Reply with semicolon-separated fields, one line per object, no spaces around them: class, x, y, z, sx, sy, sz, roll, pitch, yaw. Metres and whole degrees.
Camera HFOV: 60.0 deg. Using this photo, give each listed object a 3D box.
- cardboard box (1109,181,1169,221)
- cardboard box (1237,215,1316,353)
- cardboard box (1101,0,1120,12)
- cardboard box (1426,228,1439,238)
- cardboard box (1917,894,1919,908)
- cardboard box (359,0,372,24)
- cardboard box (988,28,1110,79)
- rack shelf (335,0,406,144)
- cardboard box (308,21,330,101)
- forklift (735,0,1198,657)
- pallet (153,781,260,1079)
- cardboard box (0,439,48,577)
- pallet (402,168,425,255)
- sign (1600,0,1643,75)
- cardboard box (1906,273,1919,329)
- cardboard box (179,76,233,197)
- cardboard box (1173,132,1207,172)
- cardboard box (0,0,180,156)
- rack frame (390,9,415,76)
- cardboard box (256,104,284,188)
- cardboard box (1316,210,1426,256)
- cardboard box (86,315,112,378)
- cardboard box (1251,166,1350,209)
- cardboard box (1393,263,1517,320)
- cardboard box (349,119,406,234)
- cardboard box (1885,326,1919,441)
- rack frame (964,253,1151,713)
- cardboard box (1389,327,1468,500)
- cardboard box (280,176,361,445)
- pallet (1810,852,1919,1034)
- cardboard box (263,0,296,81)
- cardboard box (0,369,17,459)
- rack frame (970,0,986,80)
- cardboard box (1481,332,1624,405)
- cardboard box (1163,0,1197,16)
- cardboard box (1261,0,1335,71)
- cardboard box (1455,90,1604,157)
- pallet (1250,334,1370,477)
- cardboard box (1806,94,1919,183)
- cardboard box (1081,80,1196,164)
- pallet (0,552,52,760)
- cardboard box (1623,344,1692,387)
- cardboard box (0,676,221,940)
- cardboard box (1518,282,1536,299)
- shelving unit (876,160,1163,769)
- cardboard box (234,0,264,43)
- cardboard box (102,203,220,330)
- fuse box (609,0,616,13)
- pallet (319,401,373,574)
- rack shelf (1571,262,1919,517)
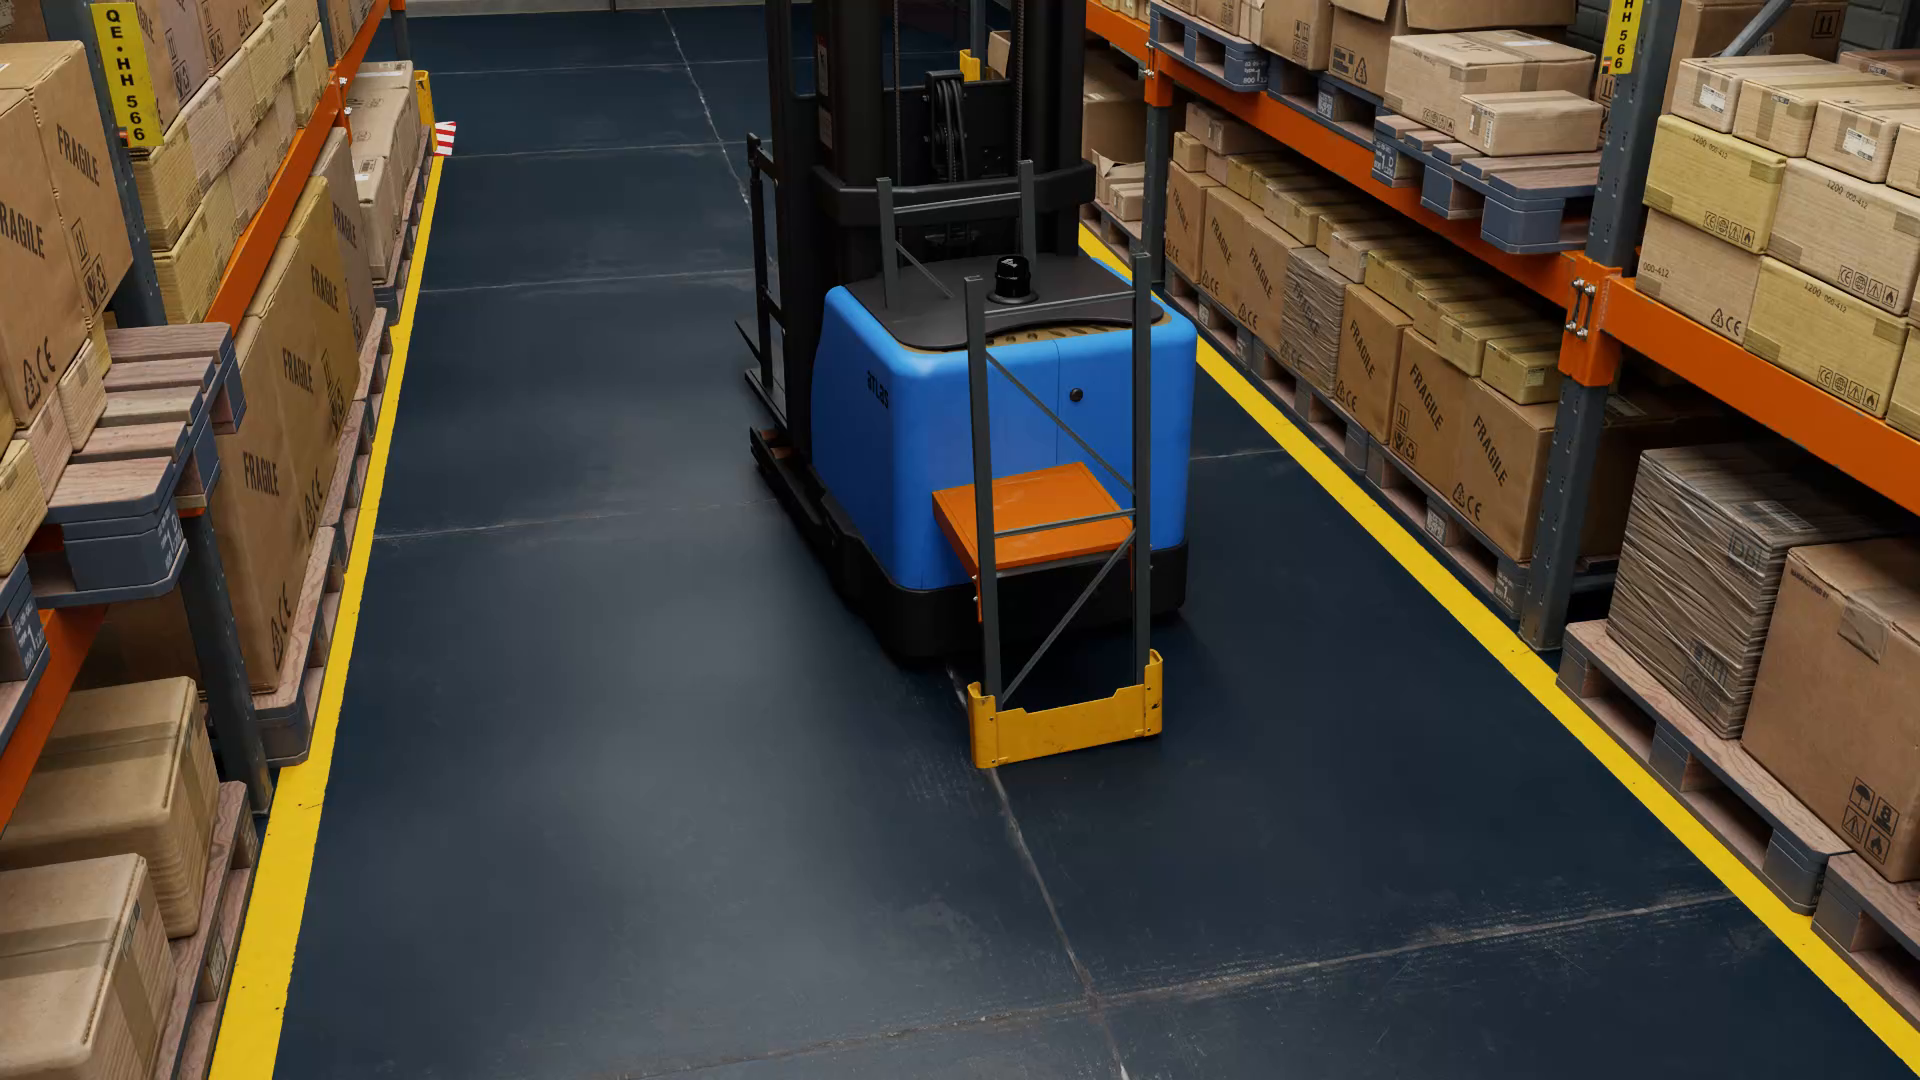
cardboard box;1.066;-1.924;9.431;0.380;0.149;0.250;-7;28;-13
cardboard box;1.605;-1.179;7.564;0.500;0.500;0.500;-7;28;-13
cardboard box;0.998;-3.020;9.184;0.380;0.149;0.250;-5;27;-10
cardboard box;2.202;-1.345;7.175;0.380;0.149;0.250;-7;28;-14
cardboard box;2.813;0.691;3.722;0.875;0.625;0.625;-7;28;-14
cardboard box;-3.424;-3.006;8.766;0.500;0.500;0.500;-6;27;-11
cardboard box;0.621;-3.345;11.854;0.797;0.503;0.637;-7;28;-14
rack shelf;-3.808;-2.846;9.357;1.077;0.370;4.000;-6;27;-12
cardboard box;-3.011;-2.051;7.150;0.500;0.250;0.500;-7;28;-13
forklift;-0.217;-1.574;6.116;1.130;2.935;3.031;-9;28;-18
pallet;-2.282;1.055;3.925;1.003;0.211;1.213;-6;27;-12
cardboard box;-1.797;-0.041;2.815;0.380;0.149;0.250;-5;27;-11
pallet;-3.731;-1.922;9.824;1.003;0.211;1.213;-6;27;-12
sign;1.852;-1.461;4.618;0.100;0.325;0.005;-6;27;-12
cardboard box;2.453;-0.524;3.570;0.500;0.250;0.500;-7;28;-13
cardboard box;-2.445;-1.164;4.838;0.500;0.250;0.500;-5;27;-10
cardboard box;1.299;-1.971;8.415;0.380;0.149;0.250;-5;27;-9
cardboard box;-2.329;-1.265;4.207;0.500;0.500;0.500;-7;28;-13
rack frame;-4.259;-4.045;10.935;1.000;3.000;0.127;-6;27;-12
cardboard box;-2.682;-1.377;5.816;0.500;0.250;0.500;-6;27;-12
cardboard box;1.744;-1.289;7.063;0.380;0.149;0.250;-6;27;-11
cardboard box;-2.022;-0.378;3.482;0.380;0.149;0.250;-6;27;-11
cardboard box;1.581;-1.627;7.733;0.380;0.149;0.250;-6;27;-12
cardboard box;1.897;-0.948;6.388;0.380;0.149;0.250;-5;27;-10
cardboard box;-3.597;-2.012;9.285;0.875;0.438;0.875;-7;28;-13
cardboard box;2.472;-0.305;3.692;0.500;0.250;0.500;-7;28;-13
rack frame;0.291;-0.043;4.641;0.500;1.500;0.032;-10;28;-12
cardboard box;1.972;-0.495;6.209;0.500;0.500;0.500;-6;27;-12
cardboard box;-2.929;-0.868;6.533;0.875;0.875;0.875;-5;27;-10
pallet;2.798;1.106;3.824;1.003;0.211;1.213;-6;27;-12
cardboard box;-2.779;-1.831;6.160;0.500;0.250;0.500;-5;27;-10
cardboard box;-1.841;-0.279;2.567;0.500;0.500;0.500;-8;28;-15
rack frame;0.576;-4.551;11.937;1.000;3.000;0.127;-6;27;-12
cardboard box;2.021;-0.591;5.680;0.380;0.149;0.250;-7;28;-14
cardboard box;1.368;-2.792;7.875;0.700;0.500;0.500;-5;27;-10
cardboard box;1.662;-2.220;6.742;0.700;0.500;0.500;-6;27;-12
cardboard box;1.857;-1.363;5.435;0.380;0.149;0.250;-5;27;-11
pallet;1.976;-0.660;7.323;1.003;0.211;1.213;-6;27;-12
cardboard box;2.308;-0.976;4.023;0.380;0.149;0.250;-5;27;-10
cardboard box;1.010;-2.509;10.200;0.700;0.500;0.500;-7;28;-14
pallet;-1.970;0.418;2.306;1.003;0.211;1.213;-6;27;-12
cardboard box;2.565;-0.660;5.817;0.380;0.149;0.250;-5;27;-9
cardboard box;-2.339;0.702;3.981;0.950;0.372;0.625;-8;28;-15
cardboard box;2.426;-1.009;6.509;0.380;0.149;0.250;-7;28;-14
shelving unit;0.154;-0.268;5.086;0.587;1.500;1.083;-10;28;-12
cardboard box;-2.662;-1.933;5.529;0.500;0.500;0.500;-6;27;-11
cardboard box;-2.321;-0.706;4.487;0.500;0.250;0.500;-6;27;-12
fuse box;-3.473;-6.092;16.421;0.539;1.711;0.414;-6;27;-12
pallet;-2.832;-0.176;6.365;1.003;0.211;1.213;-6;27;-12
rack shelf;2.830;0.161;3.401;1.077;0.370;4.000;-6;27;-12
